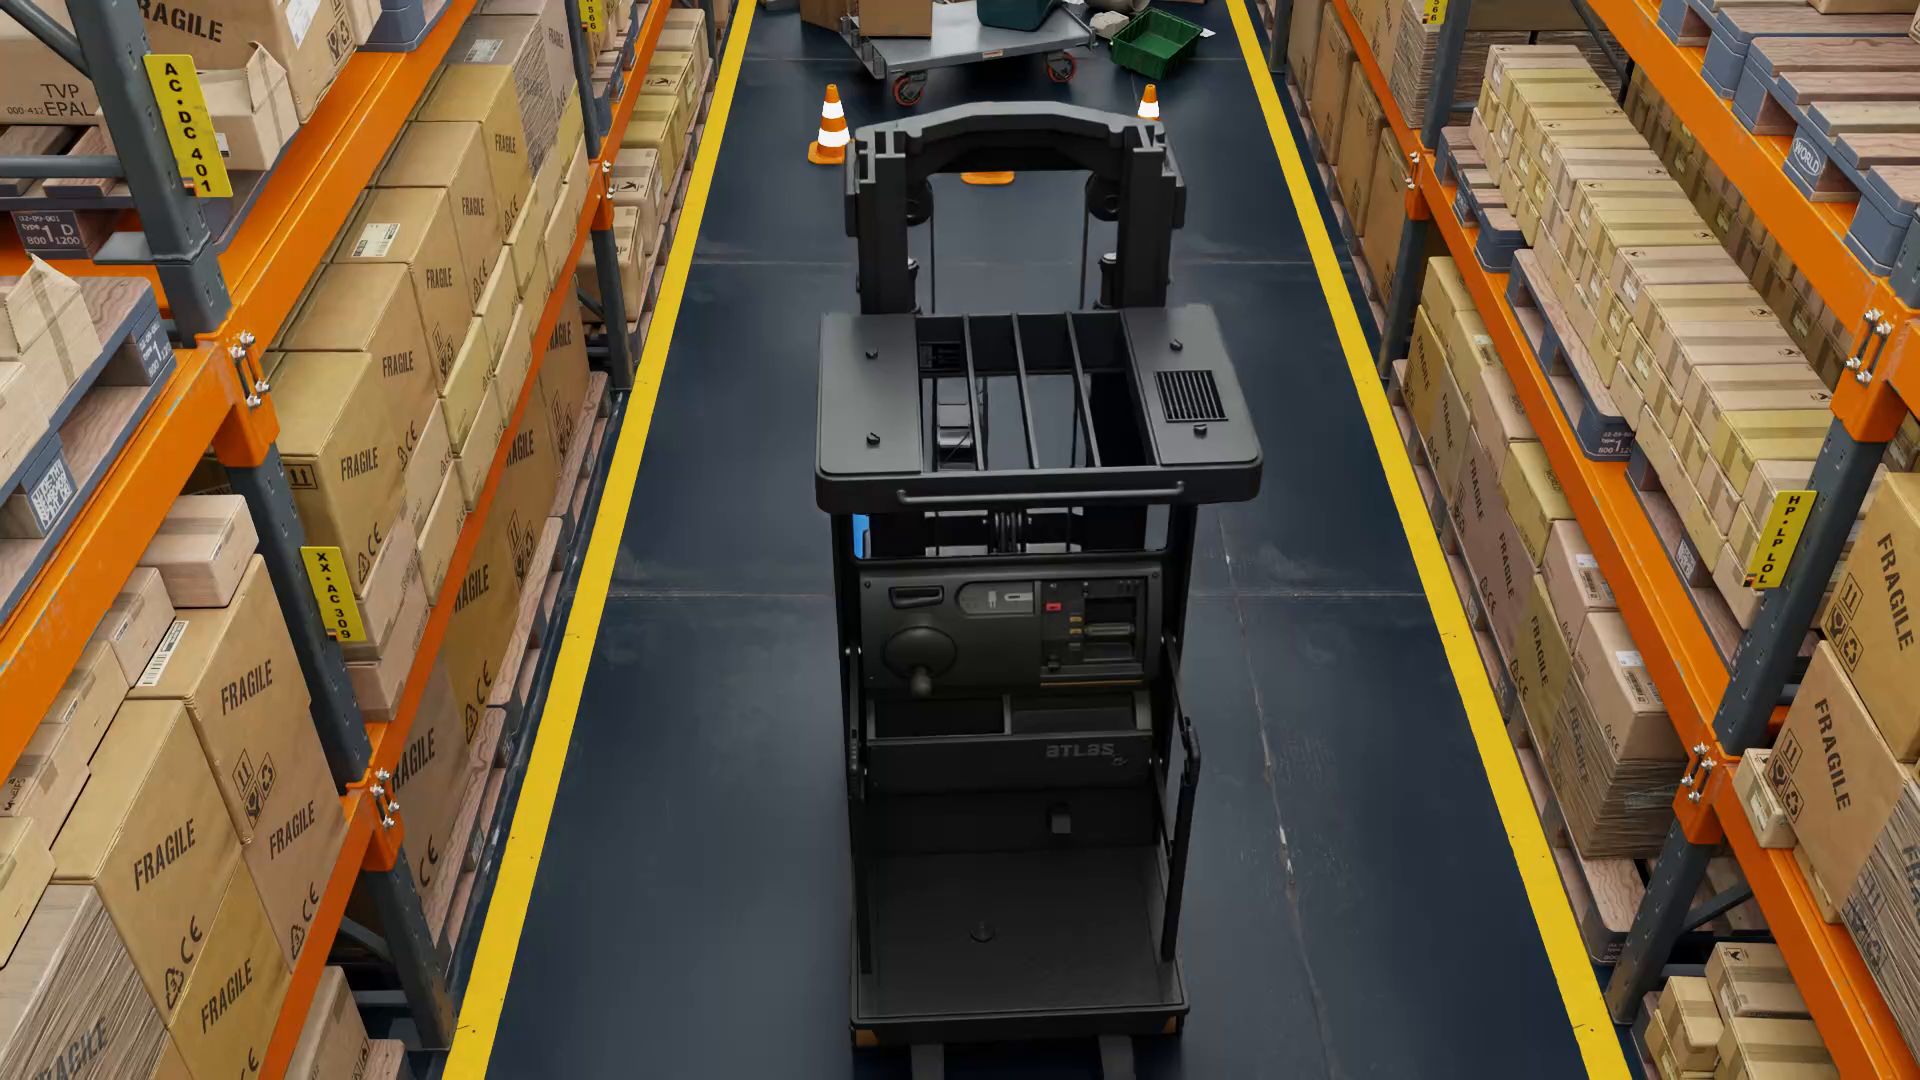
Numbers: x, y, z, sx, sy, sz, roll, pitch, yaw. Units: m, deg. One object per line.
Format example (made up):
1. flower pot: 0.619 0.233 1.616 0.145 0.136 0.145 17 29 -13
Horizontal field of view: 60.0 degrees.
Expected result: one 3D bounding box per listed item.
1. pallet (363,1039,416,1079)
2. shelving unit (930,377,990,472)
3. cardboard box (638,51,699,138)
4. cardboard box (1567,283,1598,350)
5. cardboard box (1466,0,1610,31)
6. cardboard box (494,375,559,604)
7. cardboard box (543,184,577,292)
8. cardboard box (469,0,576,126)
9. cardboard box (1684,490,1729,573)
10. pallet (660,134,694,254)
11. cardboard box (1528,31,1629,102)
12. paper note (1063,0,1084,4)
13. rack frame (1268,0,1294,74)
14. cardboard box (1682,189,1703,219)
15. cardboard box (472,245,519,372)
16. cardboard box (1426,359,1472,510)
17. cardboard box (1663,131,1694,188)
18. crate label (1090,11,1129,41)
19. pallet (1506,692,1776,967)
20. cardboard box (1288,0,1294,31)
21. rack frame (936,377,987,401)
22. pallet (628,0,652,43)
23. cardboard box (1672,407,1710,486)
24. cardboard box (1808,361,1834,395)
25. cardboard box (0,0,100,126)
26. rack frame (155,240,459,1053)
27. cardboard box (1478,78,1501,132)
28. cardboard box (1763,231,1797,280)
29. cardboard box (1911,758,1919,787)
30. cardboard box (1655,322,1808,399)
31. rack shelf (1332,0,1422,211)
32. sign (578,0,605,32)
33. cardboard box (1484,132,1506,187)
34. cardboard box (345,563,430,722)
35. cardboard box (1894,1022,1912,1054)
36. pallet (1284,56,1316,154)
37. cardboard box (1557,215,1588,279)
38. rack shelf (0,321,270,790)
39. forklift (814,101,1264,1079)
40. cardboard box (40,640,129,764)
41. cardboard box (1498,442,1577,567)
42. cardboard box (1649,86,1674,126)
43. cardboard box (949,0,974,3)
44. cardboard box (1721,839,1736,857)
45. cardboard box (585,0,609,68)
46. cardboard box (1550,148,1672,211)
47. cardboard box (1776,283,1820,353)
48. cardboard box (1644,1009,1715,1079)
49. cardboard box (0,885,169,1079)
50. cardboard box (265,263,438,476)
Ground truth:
1. pallet: -2.293 2.080 4.986 1.003 0.211 1.213 0 39 0
2. shelving unit: 0.000 -0.346 7.462 0.258 0.900 0.210 0 39 0
3. cardboard box: -2.218 -2.847 10.670 0.950 0.372 0.625 2 39 3
4. cardboard box: 2.530 -0.846 6.272 0.380 0.149 0.250 -1 39 -2
5. cardboard box: 2.739 -2.762 7.918 0.700 0.500 0.500 0 39 0
6. cardboard box: -2.306 -0.330 7.126 0.875 0.875 0.875 0 39 1
7. cardboard box: -1.944 -1.291 7.082 0.500 0.250 0.500 1 39 1
8. cardboard box: -1.958 -2.091 7.081 0.500 0.500 0.500 -1 39 -1
9. cardboard box: 2.534 -0.027 5.250 0.380 0.149 0.250 0 39 0
10. pallet: -2.219 -2.147 10.260 1.003 0.211 1.213 0 39 0
11. cardboard box: 2.999 -2.372 8.231 0.500 0.500 0.500 0 39 0
12. paper note: 0.893 -4.240 13.022 0.172 0.023 0.155 13 40 15
13. rack frame: 2.725 -4.553 11.033 1.000 3.000 0.127 0 39 0
14. cardboard box: 3.185 -1.338 6.886 0.380 0.149 0.250 -1 39 -1
15. cardboard box: -1.940 -0.853 6.137 0.500 0.250 0.500 -1 39 -1
16. cardboard box: 2.479 -0.483 7.618 0.500 0.500 0.500 0 39 0
17. cardboard box: 3.190 -1.594 6.967 0.380 0.149 0.250 1 39 1
18. crate label: 1.122 -3.853 12.449 0.298 0.136 0.250 -28 46 -30
19. pallet: 2.732 1.051 6.270 1.003 0.211 1.213 0 39 0
20. cardboard box: 2.794 -4.281 12.057 0.875 0.875 0.875 1 39 1
21. rack frame: 0.000 -0.410 7.542 0.240 0.900 0.006 0 39 0
22. pallet: -2.264 -3.148 9.433 1.003 0.211 1.213 0 39 0
23. cardboard box: 2.537 -0.301 5.354 0.380 0.149 0.250 2 39 2
24. cardboard box: 3.191 -0.509 5.851 0.380 0.149 0.250 -2 39 -2
25. cardboard box: -2.427 -1.334 4.353 0.500 0.311 0.500 0 39 0
26. rack frame: -2.216 0.516 4.707 1.000 3.000 0.127 0 39 0
27. cardboard box: 2.529 -1.931 7.389 0.380 0.149 0.250 2 39 2
28. cardboard box: 3.187 -1.072 6.079 0.380 0.149 0.250 1 39 1
29. cardboard box: 2.507 0.511 3.597 0.500 0.500 0.500 -1 39 -1
30. cardboard box: 2.538 -0.593 5.481 0.380 0.149 0.250 0 39 0
31. rack shelf: 2.727 -3.022 9.697 1.077 0.370 4.000 0 39 0
32. sign: -1.666 -2.439 7.469 0.100 0.325 0.005 0 39 0
33. cardboard box: 2.528 -1.670 7.300 0.380 0.149 0.250 2 39 2
34. cardboard box: -1.953 0.299 5.098 0.500 0.250 0.500 -1 39 -1
35. cardboard box: 2.529 1.223 4.026 0.380 0.149 0.250 -2 39 -2
36. pallet: 2.801 -2.983 11.303 1.003 0.211 1.213 0 39 0
37. cardboard box: 2.532 -1.126 6.384 0.380 0.149 0.250 0 39 0
38. rack shelf: -2.214 0.877 2.433 1.077 0.370 4.000 0 39 0
39. forklift: 0.173 0.352 4.967 1.130 2.935 3.031 -2 39 -2
40. cardboard box: -2.015 0.347 3.520 0.380 0.149 0.250 0 39 0
41. cardboard box: 2.478 -0.149 6.601 0.500 0.250 0.500 -2 39 -2
42. cardboard box: 3.186 -1.887 7.095 0.380 0.149 0.250 0 39 -1
43. cardboard box: 0.313 -4.385 12.711 0.797 0.637 0.503 0 39 0
44. cardboard box: 2.998 0.799 6.018 0.500 0.500 0.500 1 39 2
45. cardboard box: -1.990 -2.586 7.924 0.500 0.500 0.500 -1 39 -1
46. cardboard box: 2.537 -1.404 6.493 0.380 0.149 0.250 2 39 2
47. cardboard box: 3.187 -0.800 5.976 0.380 0.149 0.250 -1 39 -1
48. cardboard box: 2.413 1.626 5.266 0.380 0.149 0.250 -2 39 -2
49. cardboard box: -1.937 1.018 3.202 0.500 0.500 0.500 0 39 1
50. cardboard box: -1.957 -0.506 5.104 0.500 0.500 0.500 0 39 0
